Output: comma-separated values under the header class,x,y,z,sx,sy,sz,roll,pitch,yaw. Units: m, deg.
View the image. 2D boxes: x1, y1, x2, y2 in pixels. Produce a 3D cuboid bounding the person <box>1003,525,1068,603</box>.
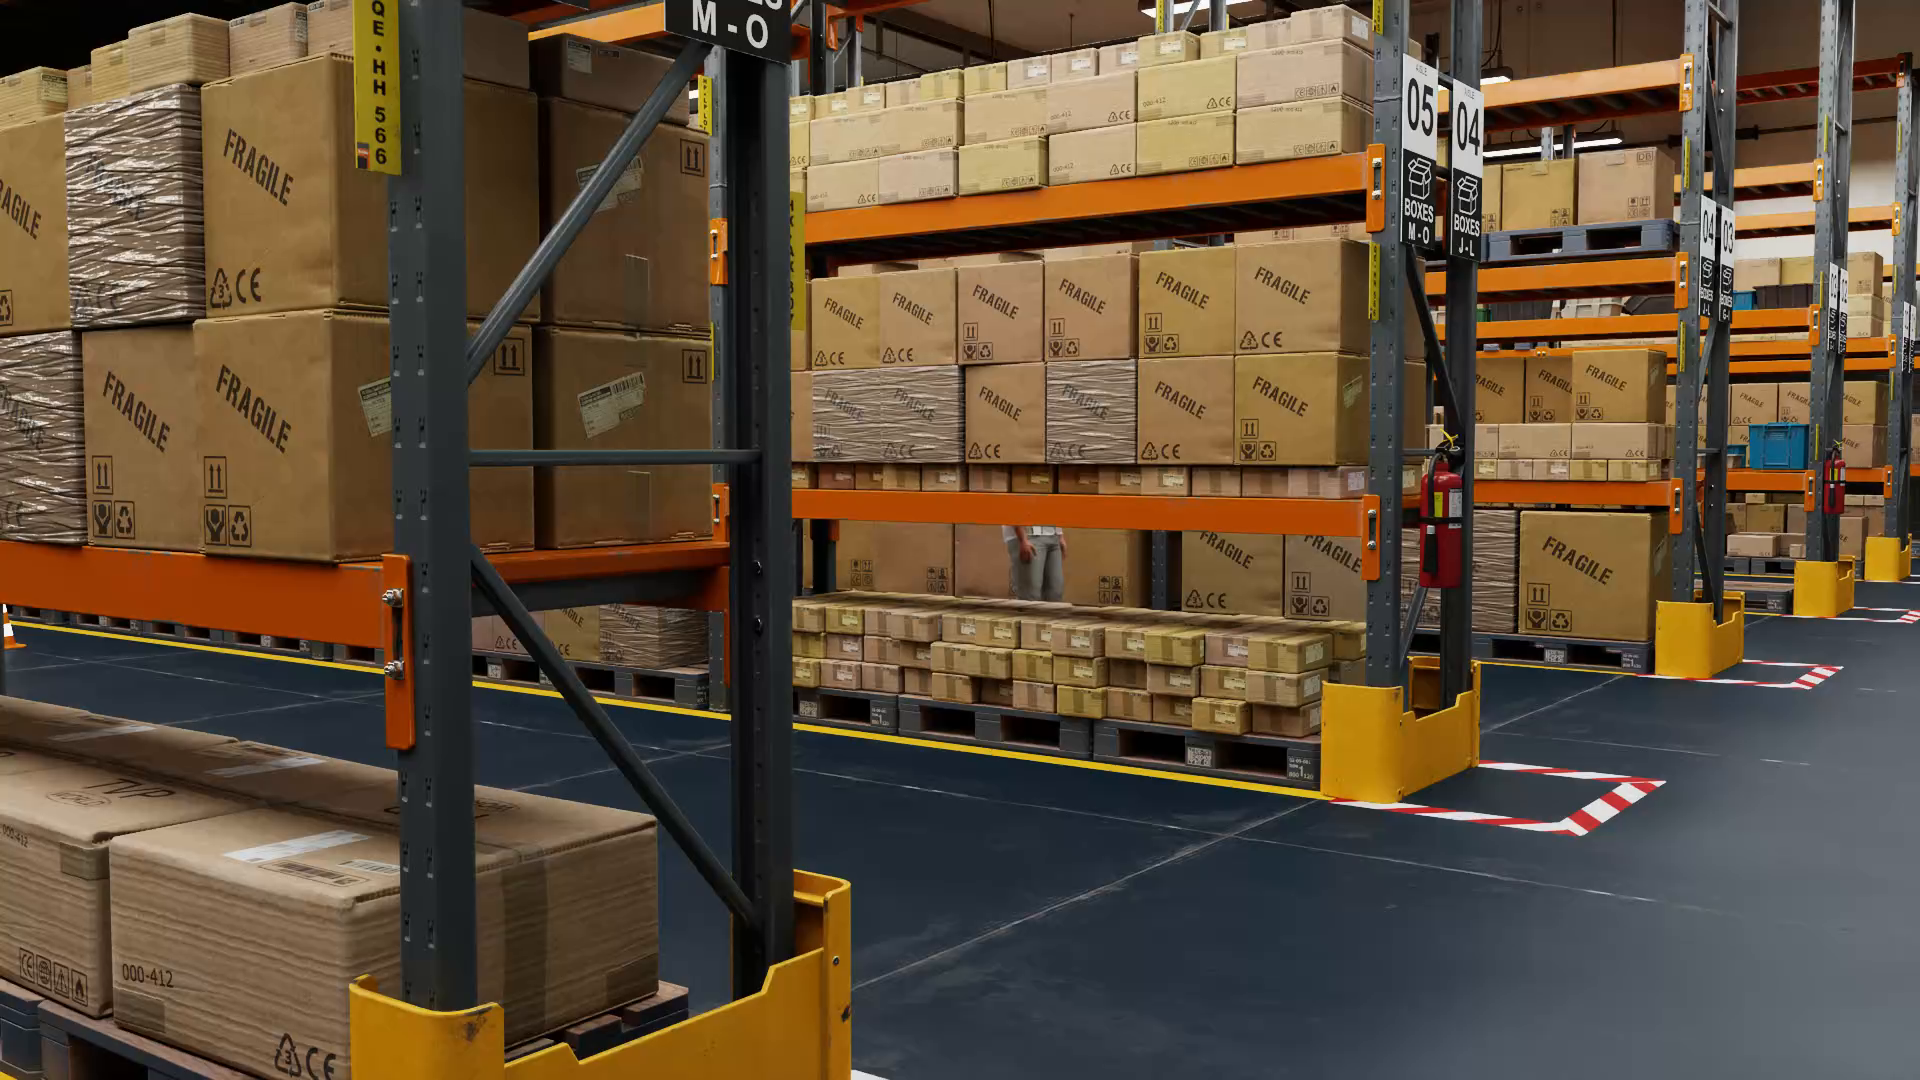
class,x,y,z,sx,sy,sz,roll,pitch,yaw
person,0.539,0.005,11.729,0.429,1.749,0.600,2,4,34
